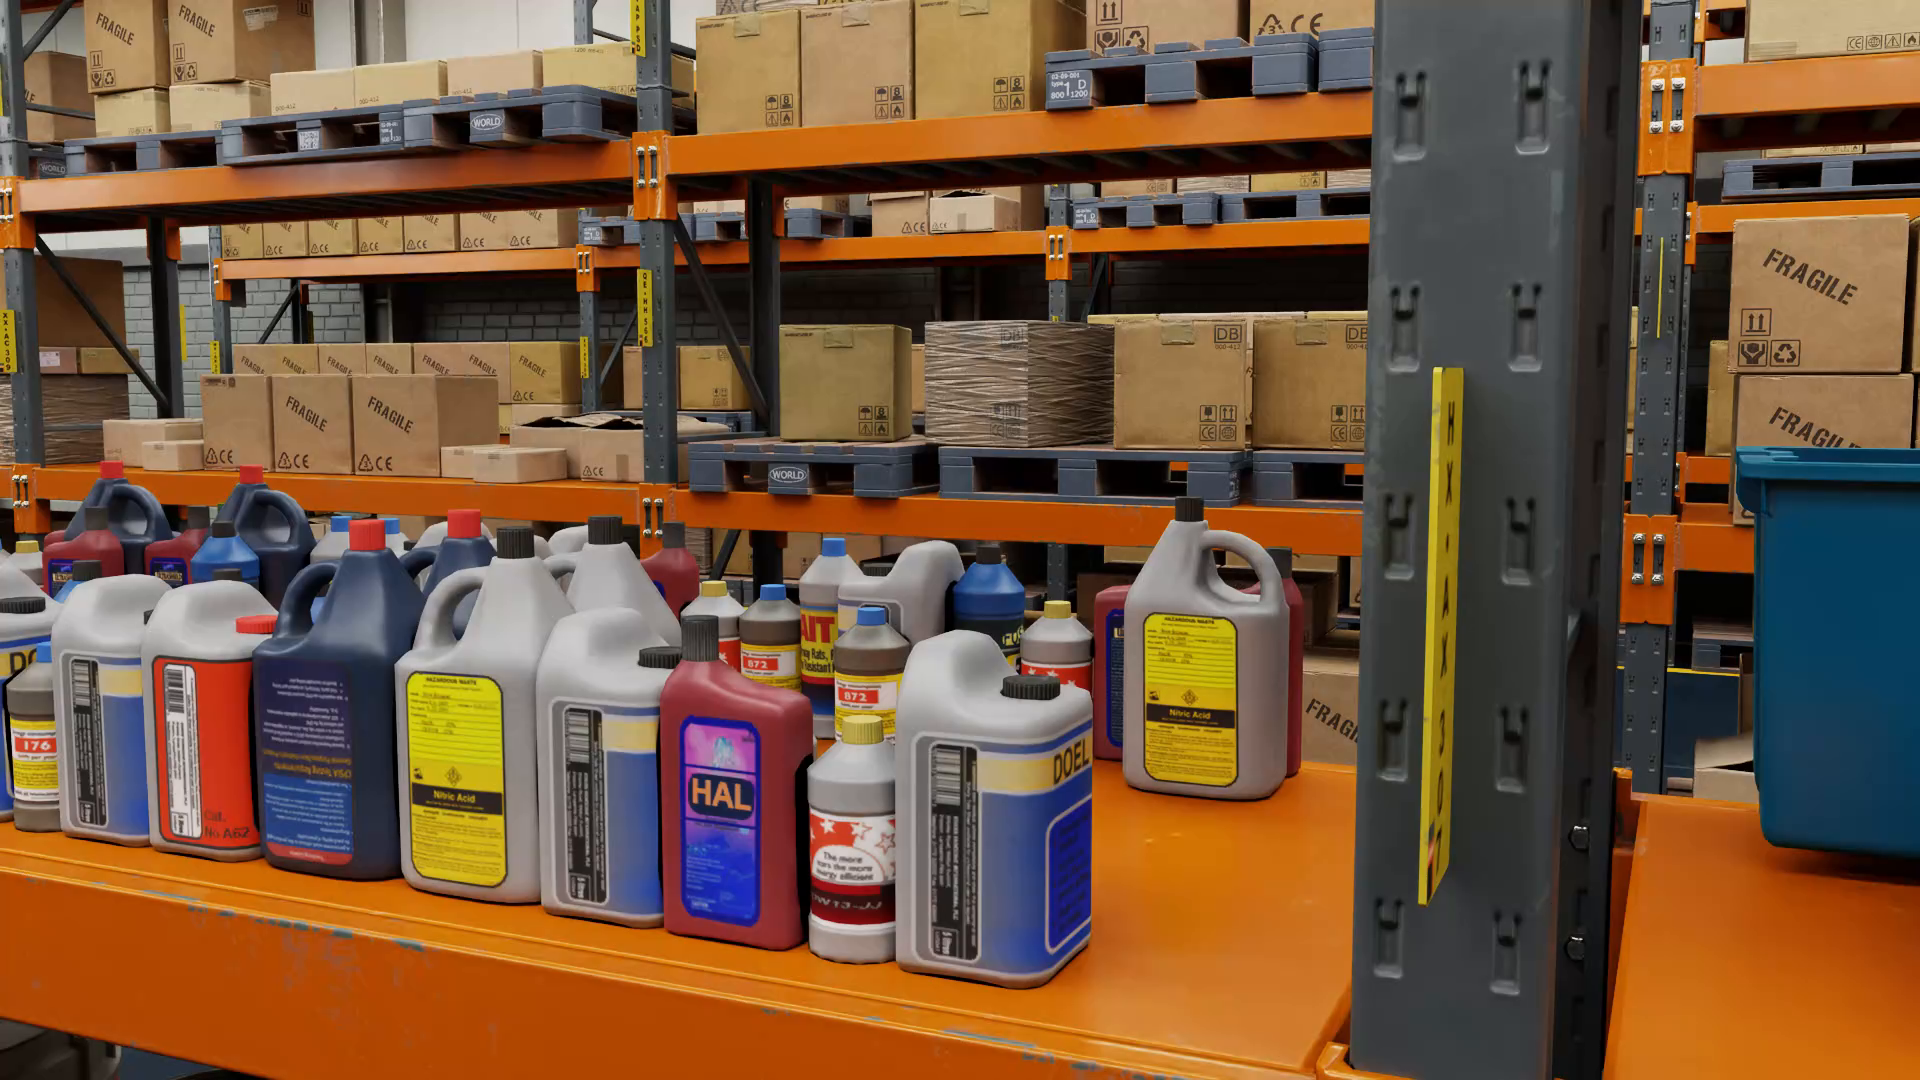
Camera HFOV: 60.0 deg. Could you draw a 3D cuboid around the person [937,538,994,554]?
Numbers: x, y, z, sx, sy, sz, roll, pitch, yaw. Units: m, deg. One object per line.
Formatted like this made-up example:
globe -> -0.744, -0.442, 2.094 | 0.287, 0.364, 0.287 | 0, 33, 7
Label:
person -> -0.026, -0.028, 10.001 | 0.776, 1.633, 0.450 | 3, 6, 27
